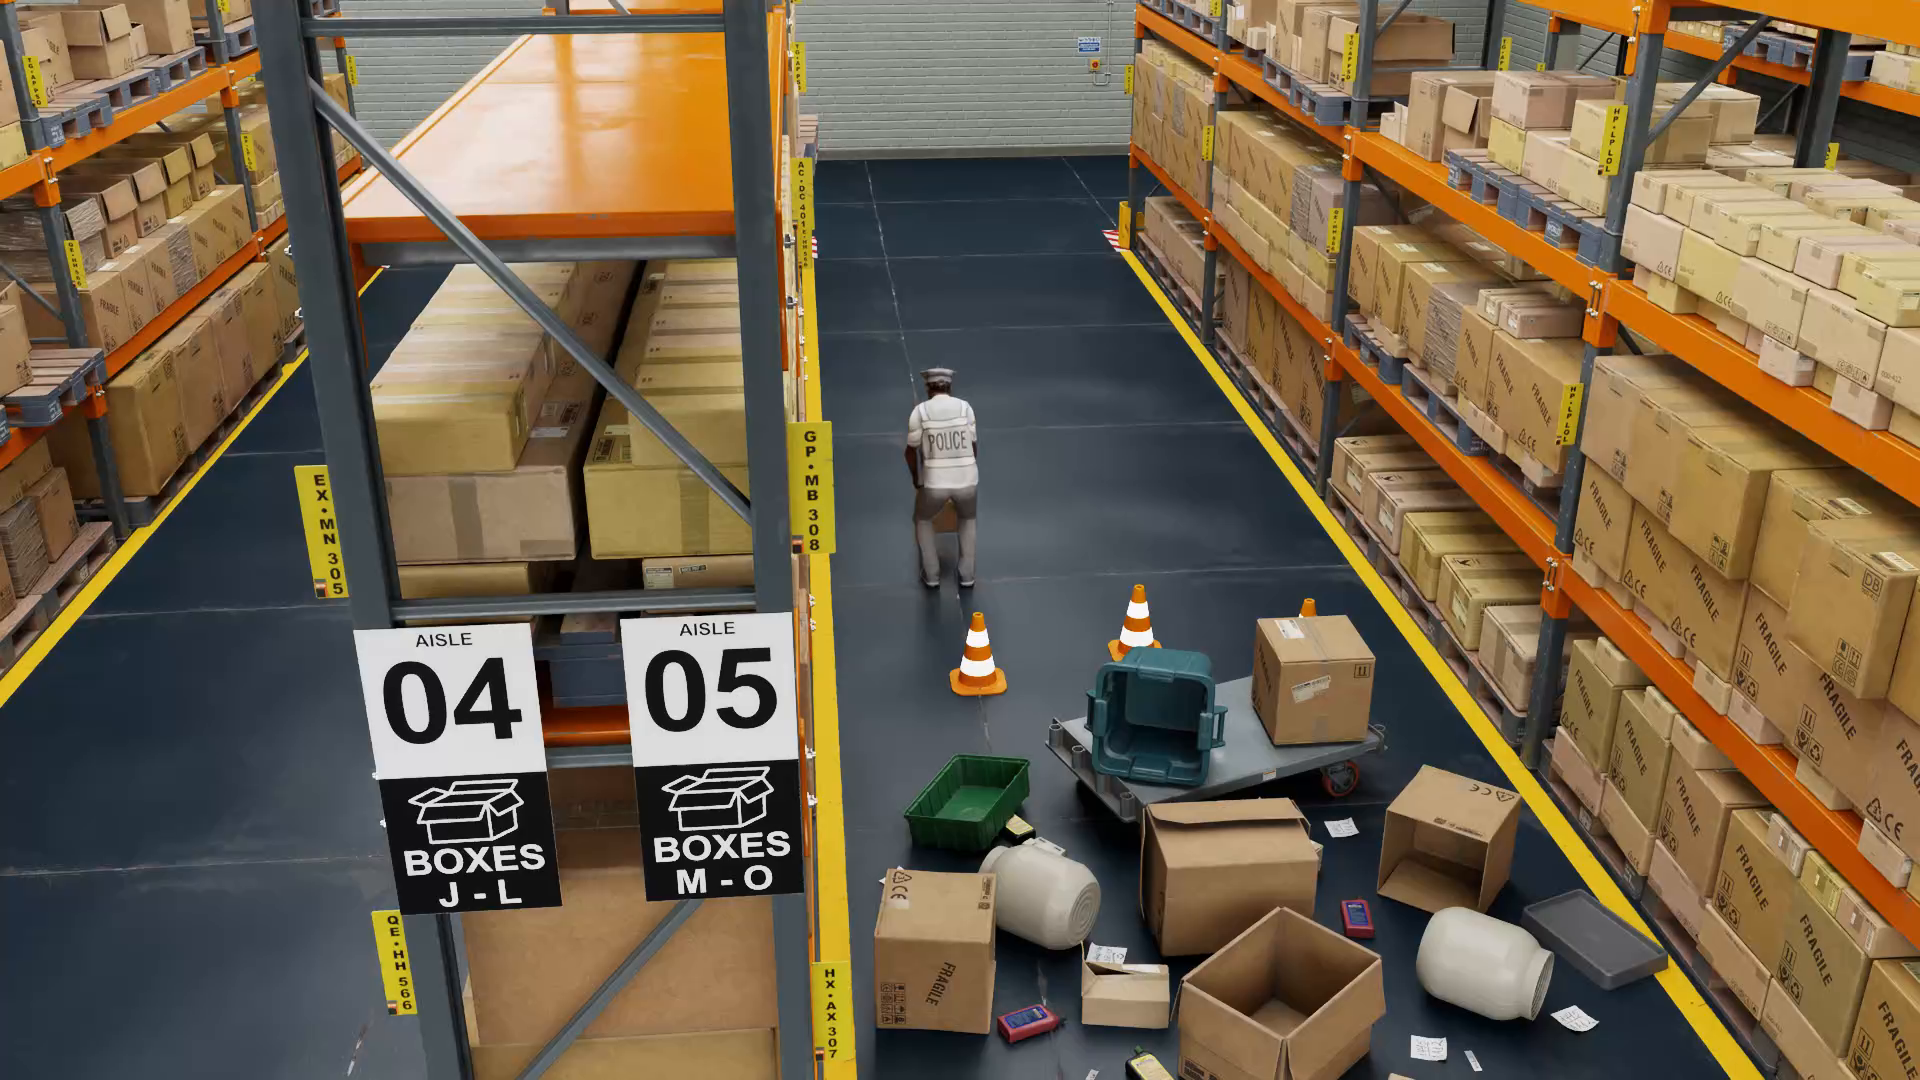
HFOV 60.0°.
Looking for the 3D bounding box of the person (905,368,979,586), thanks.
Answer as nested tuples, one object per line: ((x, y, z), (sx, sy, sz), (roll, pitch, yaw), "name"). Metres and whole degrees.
((-0.123, -0.410, 11.260), (0.490, 1.487, 0.628), (-2, 24, -5), "person")
